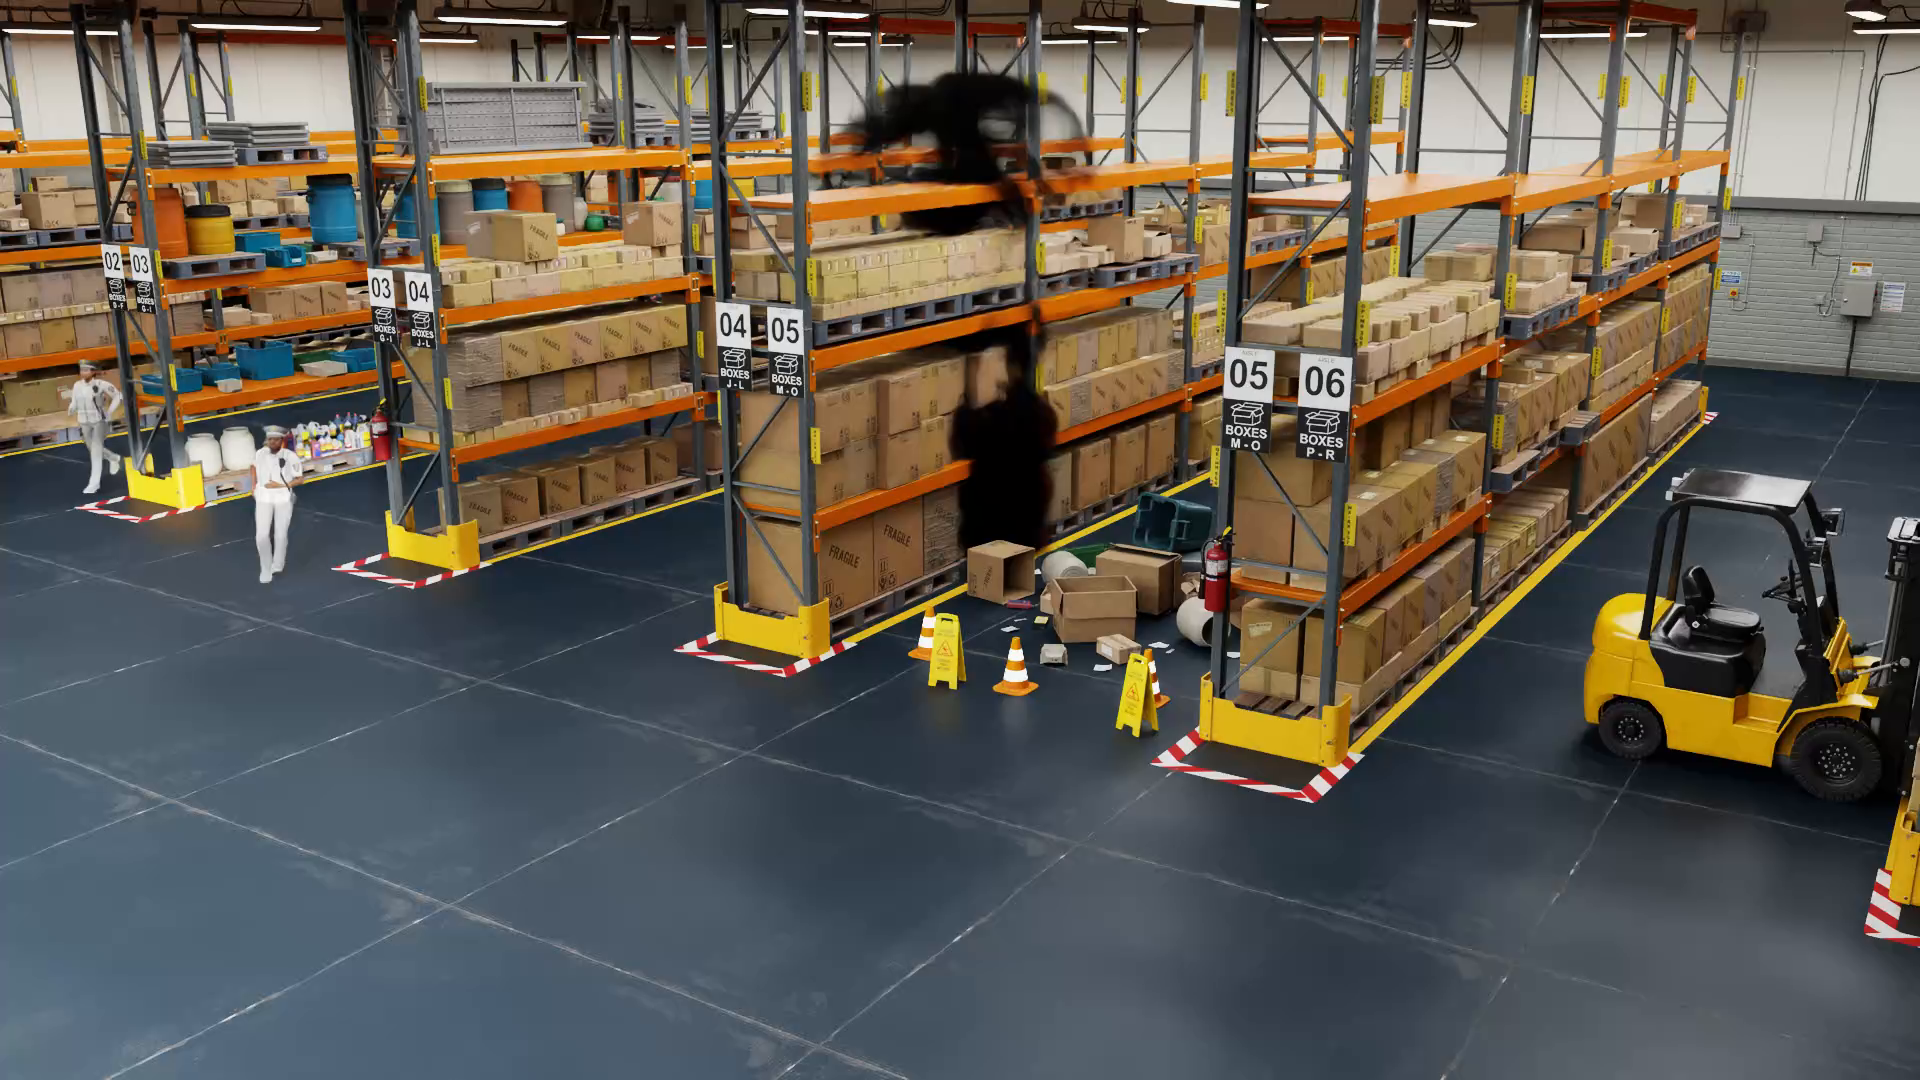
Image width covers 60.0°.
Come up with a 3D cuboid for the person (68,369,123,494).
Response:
[{"bbox_3d":[-11.166,-1.491,21.503,0.618,1.650,0.896,1,16,5],"label":"person"}]

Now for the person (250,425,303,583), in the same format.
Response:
[{"bbox_3d":[-7.191,-0.387,17.577,0.556,1.731,0.644,-3,16,-11],"label":"person"}]
